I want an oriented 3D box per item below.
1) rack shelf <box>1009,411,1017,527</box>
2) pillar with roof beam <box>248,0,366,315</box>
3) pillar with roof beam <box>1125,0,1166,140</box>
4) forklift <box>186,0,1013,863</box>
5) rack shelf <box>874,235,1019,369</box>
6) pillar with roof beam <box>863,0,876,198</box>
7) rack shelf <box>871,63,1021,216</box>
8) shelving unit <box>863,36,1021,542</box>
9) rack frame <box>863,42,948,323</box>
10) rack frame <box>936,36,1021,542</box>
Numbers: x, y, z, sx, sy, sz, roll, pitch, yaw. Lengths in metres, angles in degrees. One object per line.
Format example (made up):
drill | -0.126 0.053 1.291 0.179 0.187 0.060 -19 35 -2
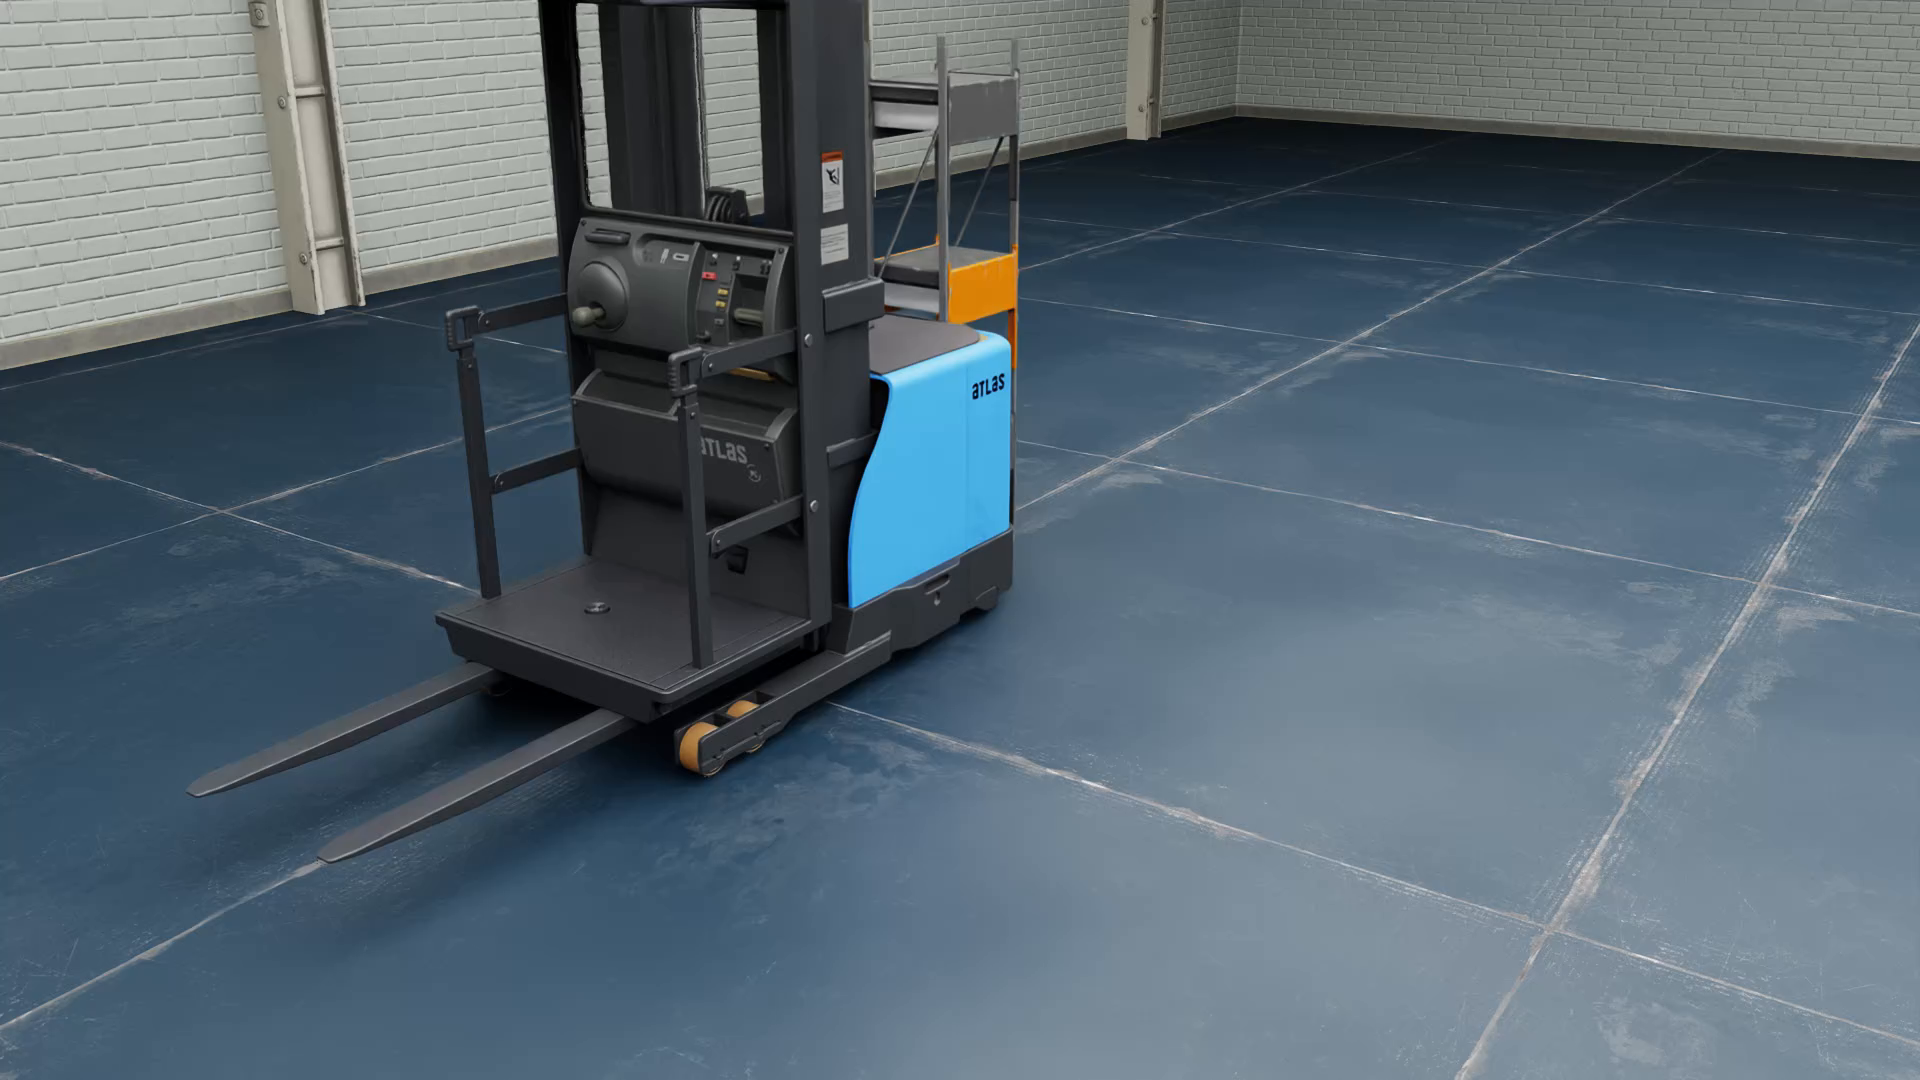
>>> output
rack shelf | -0.070 -0.277 7.043 0.431 0.518 0.480 14 24 33
pillar with roof beam | -0.878 -5.018 7.861 9.100 9.000 0.400 13 24 32
pillar with roof beam | 5.868 -8.461 17.169 9.100 9.000 0.400 13 24 32
forklift | -1.050 -0.819 5.256 1.130 2.935 3.031 14 24 33
rack shelf | -0.070 -0.933 6.800 0.431 0.518 0.480 14 24 33
pillar with roof beam | 2.495 -6.740 12.515 9.100 9.000 0.400 13 24 32
rack shelf | -0.070 -1.590 6.558 0.431 0.518 0.480 14 24 33
shelving unit | -0.070 -0.946 6.796 0.431 2.100 0.503 14 24 33
rack frame | -0.212 -0.877 6.609 0.400 2.100 0.015 14 24 33
rack frame | 0.071 -1.015 6.982 0.400 2.100 0.015 14 24 33
